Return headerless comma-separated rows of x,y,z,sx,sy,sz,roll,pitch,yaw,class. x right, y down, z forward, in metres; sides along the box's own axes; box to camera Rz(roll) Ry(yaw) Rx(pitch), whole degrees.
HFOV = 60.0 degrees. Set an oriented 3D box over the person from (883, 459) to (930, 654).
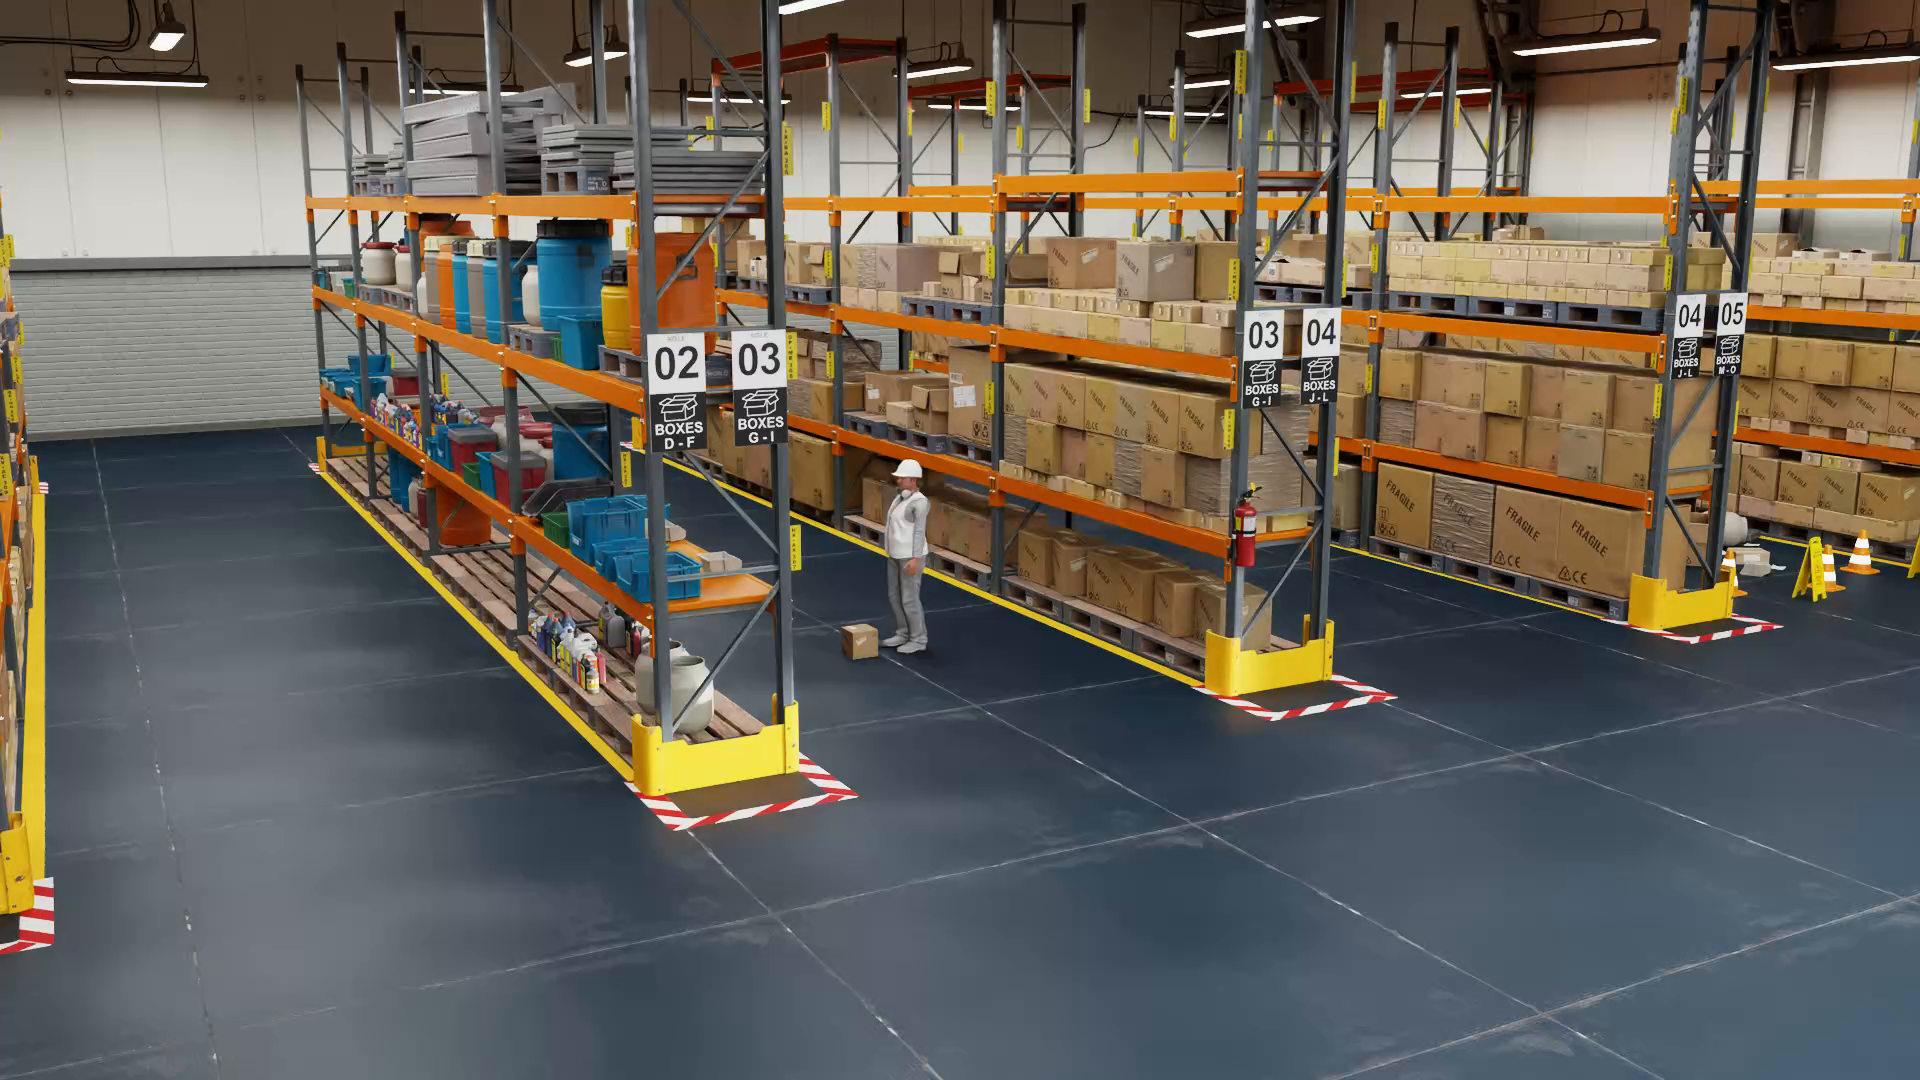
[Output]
-0.489,0.140,15.210,0.359,1.767,0.531,-6,13,-27,person
